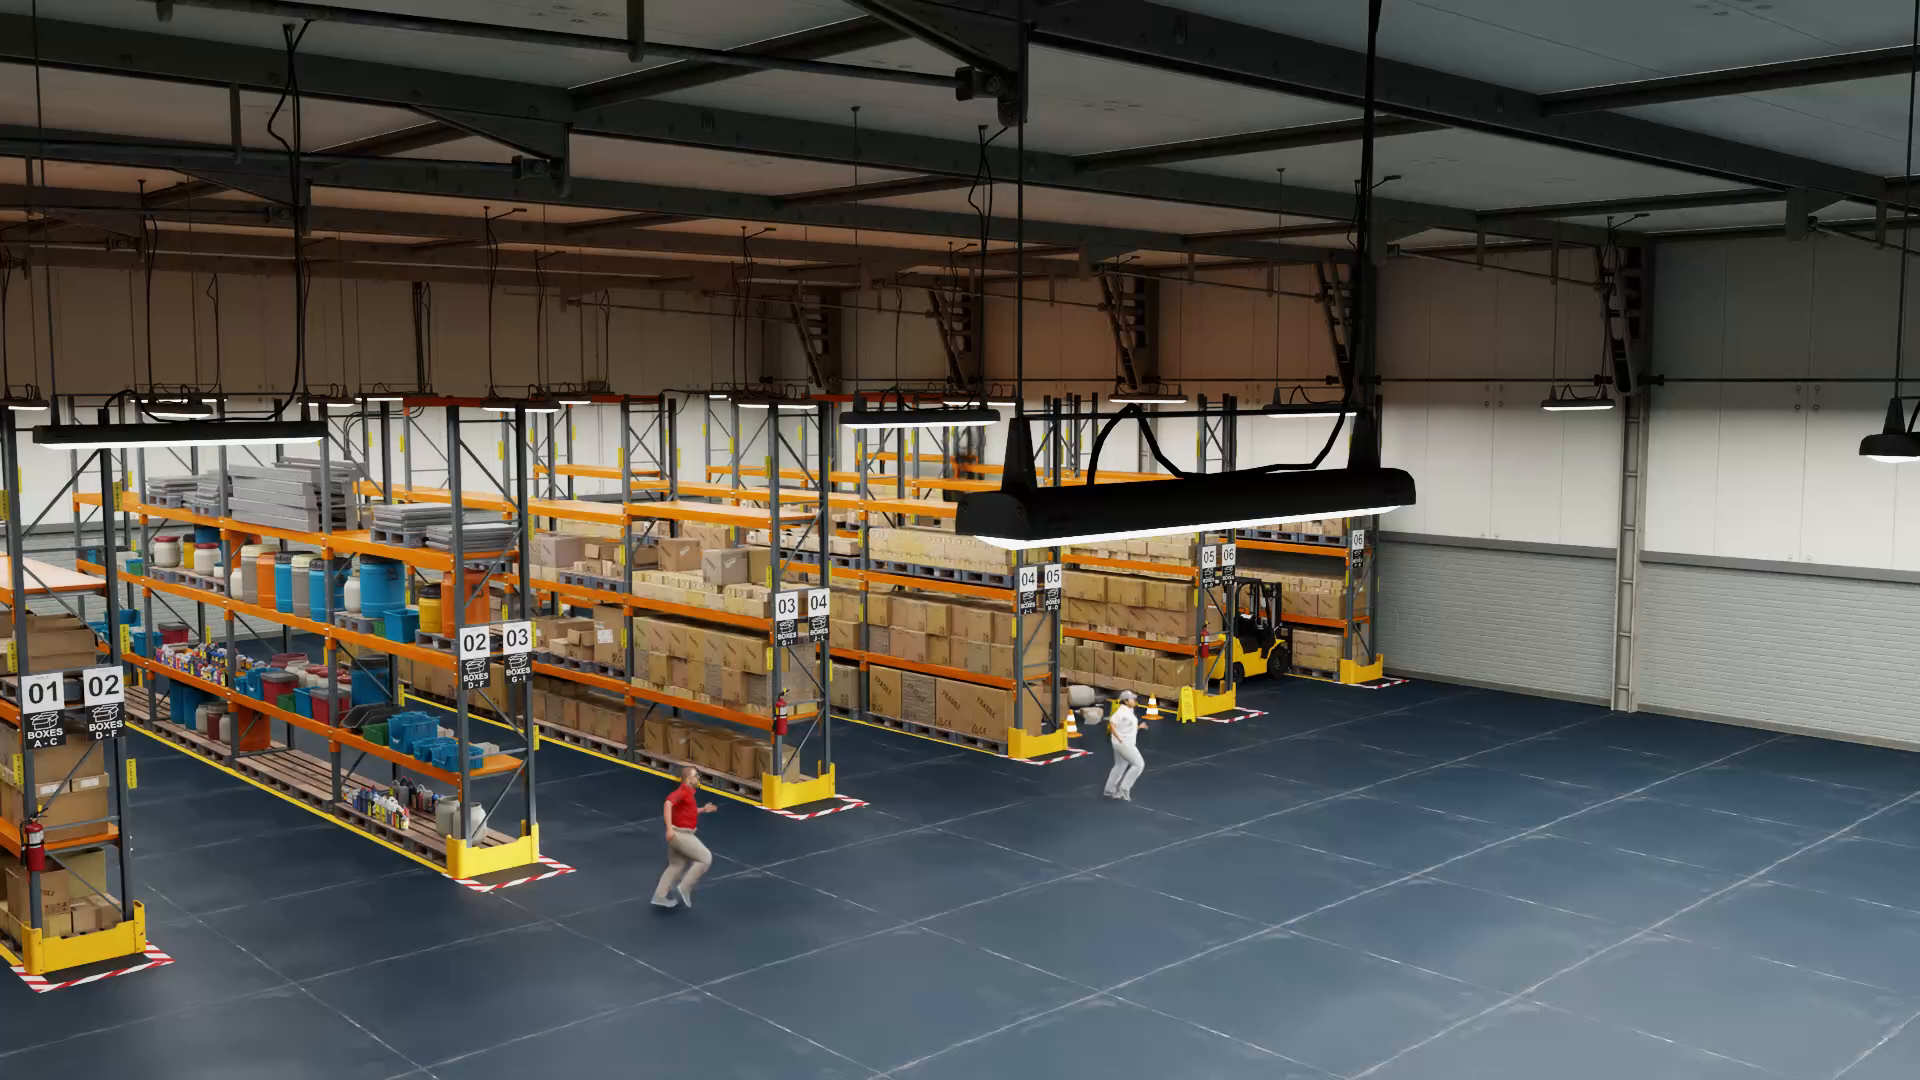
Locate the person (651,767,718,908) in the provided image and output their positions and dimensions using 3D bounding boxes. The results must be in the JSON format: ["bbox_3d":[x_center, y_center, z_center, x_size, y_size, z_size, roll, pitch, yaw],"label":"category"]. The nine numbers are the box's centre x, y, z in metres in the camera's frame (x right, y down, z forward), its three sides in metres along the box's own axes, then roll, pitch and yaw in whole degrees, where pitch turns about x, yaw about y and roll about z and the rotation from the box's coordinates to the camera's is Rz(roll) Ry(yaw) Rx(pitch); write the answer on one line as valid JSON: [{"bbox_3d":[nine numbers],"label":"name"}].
[{"bbox_3d":[-3.288,3.560,19.853,0.806,1.705,0.696,-1,6,-13],"label":"person"}]

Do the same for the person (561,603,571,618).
[{"bbox_3d":[-9.770,1.507,40.976,0.689,1.733,0.715,4,7,38],"label":"person"}]

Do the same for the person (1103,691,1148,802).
[{"bbox_3d":[2.502,3.103,25.061,0.680,1.692,0.576,0,6,2],"label":"person"}]
